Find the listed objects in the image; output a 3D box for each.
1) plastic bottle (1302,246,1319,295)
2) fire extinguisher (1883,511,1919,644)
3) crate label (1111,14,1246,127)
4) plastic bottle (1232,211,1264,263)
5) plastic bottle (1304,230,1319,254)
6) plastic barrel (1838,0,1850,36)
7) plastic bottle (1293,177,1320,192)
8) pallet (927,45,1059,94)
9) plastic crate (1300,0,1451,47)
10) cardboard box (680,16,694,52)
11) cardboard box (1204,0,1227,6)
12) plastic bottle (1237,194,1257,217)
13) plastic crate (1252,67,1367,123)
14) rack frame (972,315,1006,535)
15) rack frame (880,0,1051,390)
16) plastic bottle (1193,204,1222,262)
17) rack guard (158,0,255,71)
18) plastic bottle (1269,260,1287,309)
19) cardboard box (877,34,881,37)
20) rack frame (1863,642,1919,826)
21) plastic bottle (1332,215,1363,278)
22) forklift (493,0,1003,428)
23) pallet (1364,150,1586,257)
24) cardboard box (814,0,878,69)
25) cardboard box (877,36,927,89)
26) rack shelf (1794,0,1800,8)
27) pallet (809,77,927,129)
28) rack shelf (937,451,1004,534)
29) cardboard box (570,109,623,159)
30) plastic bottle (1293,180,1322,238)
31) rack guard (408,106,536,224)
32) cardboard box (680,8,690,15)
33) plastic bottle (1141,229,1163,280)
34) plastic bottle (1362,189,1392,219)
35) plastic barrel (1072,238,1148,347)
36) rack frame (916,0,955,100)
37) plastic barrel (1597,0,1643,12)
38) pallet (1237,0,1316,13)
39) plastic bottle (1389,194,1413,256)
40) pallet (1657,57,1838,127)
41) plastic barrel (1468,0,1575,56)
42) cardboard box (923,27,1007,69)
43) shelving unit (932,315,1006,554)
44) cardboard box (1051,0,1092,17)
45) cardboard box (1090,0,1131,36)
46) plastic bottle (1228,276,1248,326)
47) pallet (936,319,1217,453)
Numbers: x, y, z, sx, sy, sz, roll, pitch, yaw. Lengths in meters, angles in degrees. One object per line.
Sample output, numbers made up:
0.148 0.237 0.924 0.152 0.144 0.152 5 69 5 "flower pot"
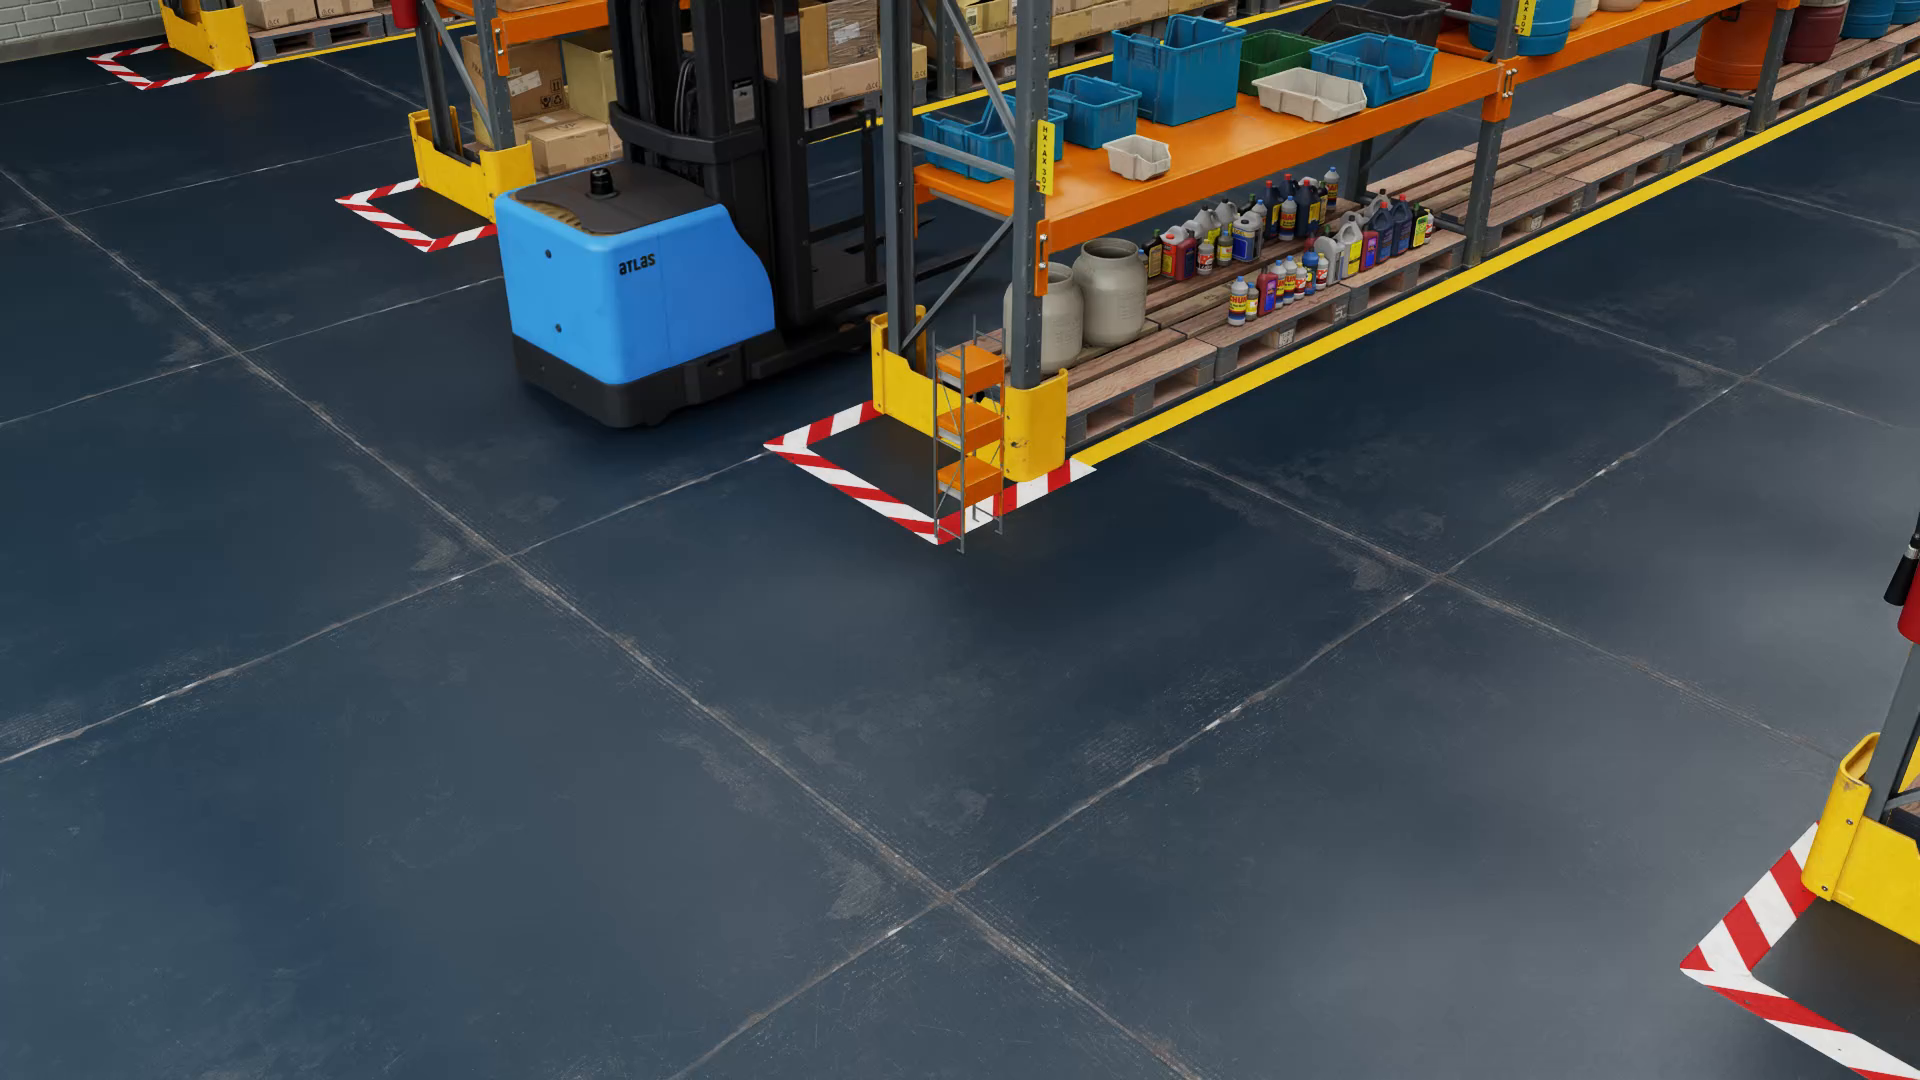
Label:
2.022 -1.567 9.631 0.097 0.271 0.097 0 31 0 "plastic bottle"
2.978 0.002 4.946 0.183 0.674 0.296 -26 40 -35 "fire extinguisher"
1.174 -2.562 9.030 0.616 0.435 0.502 -26 40 -35 "crate label"
1.736 -1.842 10.076 0.135 0.276 0.152 -26 40 -35 "plastic bottle"
2.092 -1.701 9.839 0.133 0.283 0.061 -26 40 -35 "plastic bottle"
7.403 -4.561 14.316 0.421 0.512 0.421 0 31 0 "plastic barrel"
2.191 -2.164 10.603 0.135 0.276 0.152 -24 39 -34 "plastic bottle"
0.090 -4.192 14.403 1.213 0.211 1.003 -26 40 -35 "pallet"
2.471 -3.046 9.915 0.504 0.338 0.767 -26 40 -35 "plastic crate"
-2.090 -3.478 12.077 0.500 0.500 0.500 -26 40 -35 "cardboard box"
2.289 -5.250 15.694 0.500 0.250 0.500 -25 39 -34 "cardboard box"
1.779 -2.001 10.329 0.133 0.283 0.061 -24 39 -33 "plastic bottle"
1.922 -2.424 9.091 0.437 0.136 0.530 -26 40 -35 "plastic crate"
0.129 -0.510 7.578 0.008 1.050 0.200 -26 40 -35 "rack frame"
0.008 -1.790 7.803 0.127 3.000 1.000 -26 40 -35 "rack frame"
1.480 -1.856 10.027 0.185 0.351 0.144 -24 39 -34 "plastic bottle"
-6.673 -4.541 14.697 0.348 0.500 1.175 -26 40 -35 "rack guard"
1.801 -1.460 9.455 0.097 0.271 0.097 0 31 0 "plastic bottle"
-0.970 -4.063 13.752 0.500 0.250 0.500 -26 40 -35 "cardboard box"
3.375 0.104 4.704 0.127 3.000 1.000 -26 40 -35 "rack frame"
2.287 -1.746 9.847 0.185 0.351 0.144 -26 40 -36 "plastic bottle"
-1.039 -2.490 9.012 3.031 2.935 1.130 -27 41 -37 "forklift"
3.490 -2.313 11.330 1.213 0.211 1.003 -26 40 -35 "pallet"
-0.990 -4.010 12.948 0.500 0.500 0.500 -26 40 -35 "cardboard box"
-0.616 -3.863 13.426 0.500 0.250 0.500 -26 40 -35 "cardboard box"
7.341 -5.031 13.791 4.000 0.370 1.077 -26 40 -35 "rack shelf"
-1.036 -3.650 13.516 1.213 0.211 1.003 -26 40 -35 "pallet"
0.039 -0.221 7.658 0.240 0.259 0.215 -26 40 -35 "rack shelf"
-2.449 -2.977 11.976 0.500 0.250 0.500 -26 40 -35 "cardboard box"
2.165 -2.084 10.400 0.185 0.351 0.144 -26 40 -35 "plastic bottle"
-3.375 -2.612 11.542 0.348 0.500 1.175 -26 40 -35 "rack guard"
-2.076 -3.854 12.691 0.500 0.500 0.500 -26 40 -35 "cardboard box"
1.130 -1.687 9.815 0.133 0.283 0.061 -25 39 -34 "plastic bottle"
2.567 -1.983 10.236 0.185 0.351 0.144 -26 40 -35 "plastic bottle"
0.806 -1.349 9.062 0.421 0.512 0.421 0 31 0 "plastic barrel"
-0.424 -5.105 13.224 0.127 3.000 1.000 -26 40 -35 "rack frame"
4.330 -3.783 10.931 0.433 0.535 0.433 0 31 0 "plastic barrel"
3.082 -5.585 16.681 1.213 0.211 1.003 -26 40 -35 "pallet"
2.665 -1.928 10.145 0.185 0.351 0.144 -27 41 -37 "plastic bottle"
6.424 -3.734 13.654 1.213 0.211 1.003 -26 40 -35 "pallet"
3.430 -3.444 10.027 0.708 0.901 0.600 -26 40 -35 "plastic barrel"
0.040 -4.160 13.911 0.500 0.250 0.500 -27 40 -37 "cardboard box"
0.039 -0.467 7.507 0.252 1.050 0.215 -26 40 -35 "shelving unit"
0.798 -4.762 14.357 0.500 0.311 0.500 -27 41 -37 "cardboard box"
1.167 -4.705 14.803 0.500 0.250 0.500 -25 39 -35 "cardboard box"
1.549 -1.338 9.256 0.097 0.271 0.097 0 31 0 "plastic bottle"
0.631 -0.932 9.072 1.213 0.211 1.003 -26 40 -35 "pallet"
